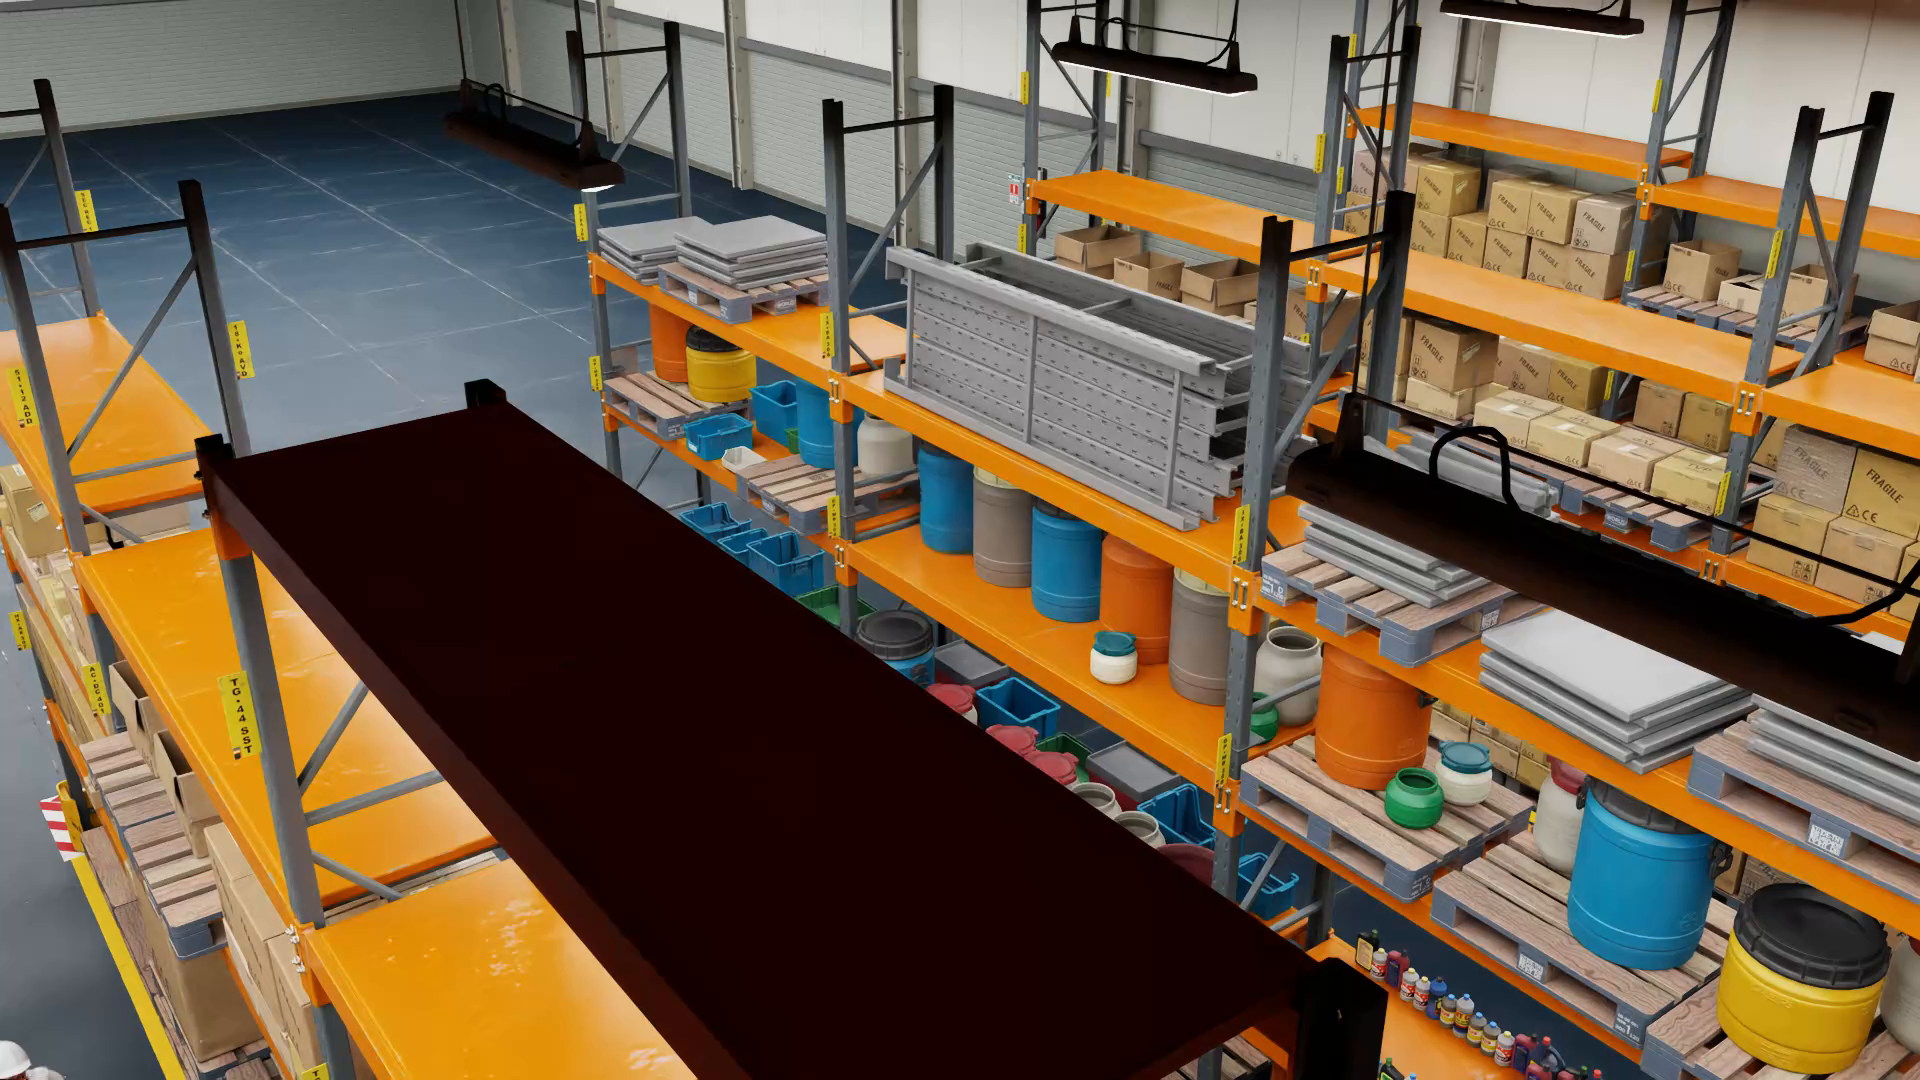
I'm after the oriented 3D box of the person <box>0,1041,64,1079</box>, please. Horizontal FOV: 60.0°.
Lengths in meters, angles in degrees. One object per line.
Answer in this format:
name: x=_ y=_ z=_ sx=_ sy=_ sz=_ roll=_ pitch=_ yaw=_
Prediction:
person: x=-5.198 y=3.499 z=9.305 sx=0.575 sy=1.791 sz=0.541 roll=-17 pitch=30 yaw=-32
